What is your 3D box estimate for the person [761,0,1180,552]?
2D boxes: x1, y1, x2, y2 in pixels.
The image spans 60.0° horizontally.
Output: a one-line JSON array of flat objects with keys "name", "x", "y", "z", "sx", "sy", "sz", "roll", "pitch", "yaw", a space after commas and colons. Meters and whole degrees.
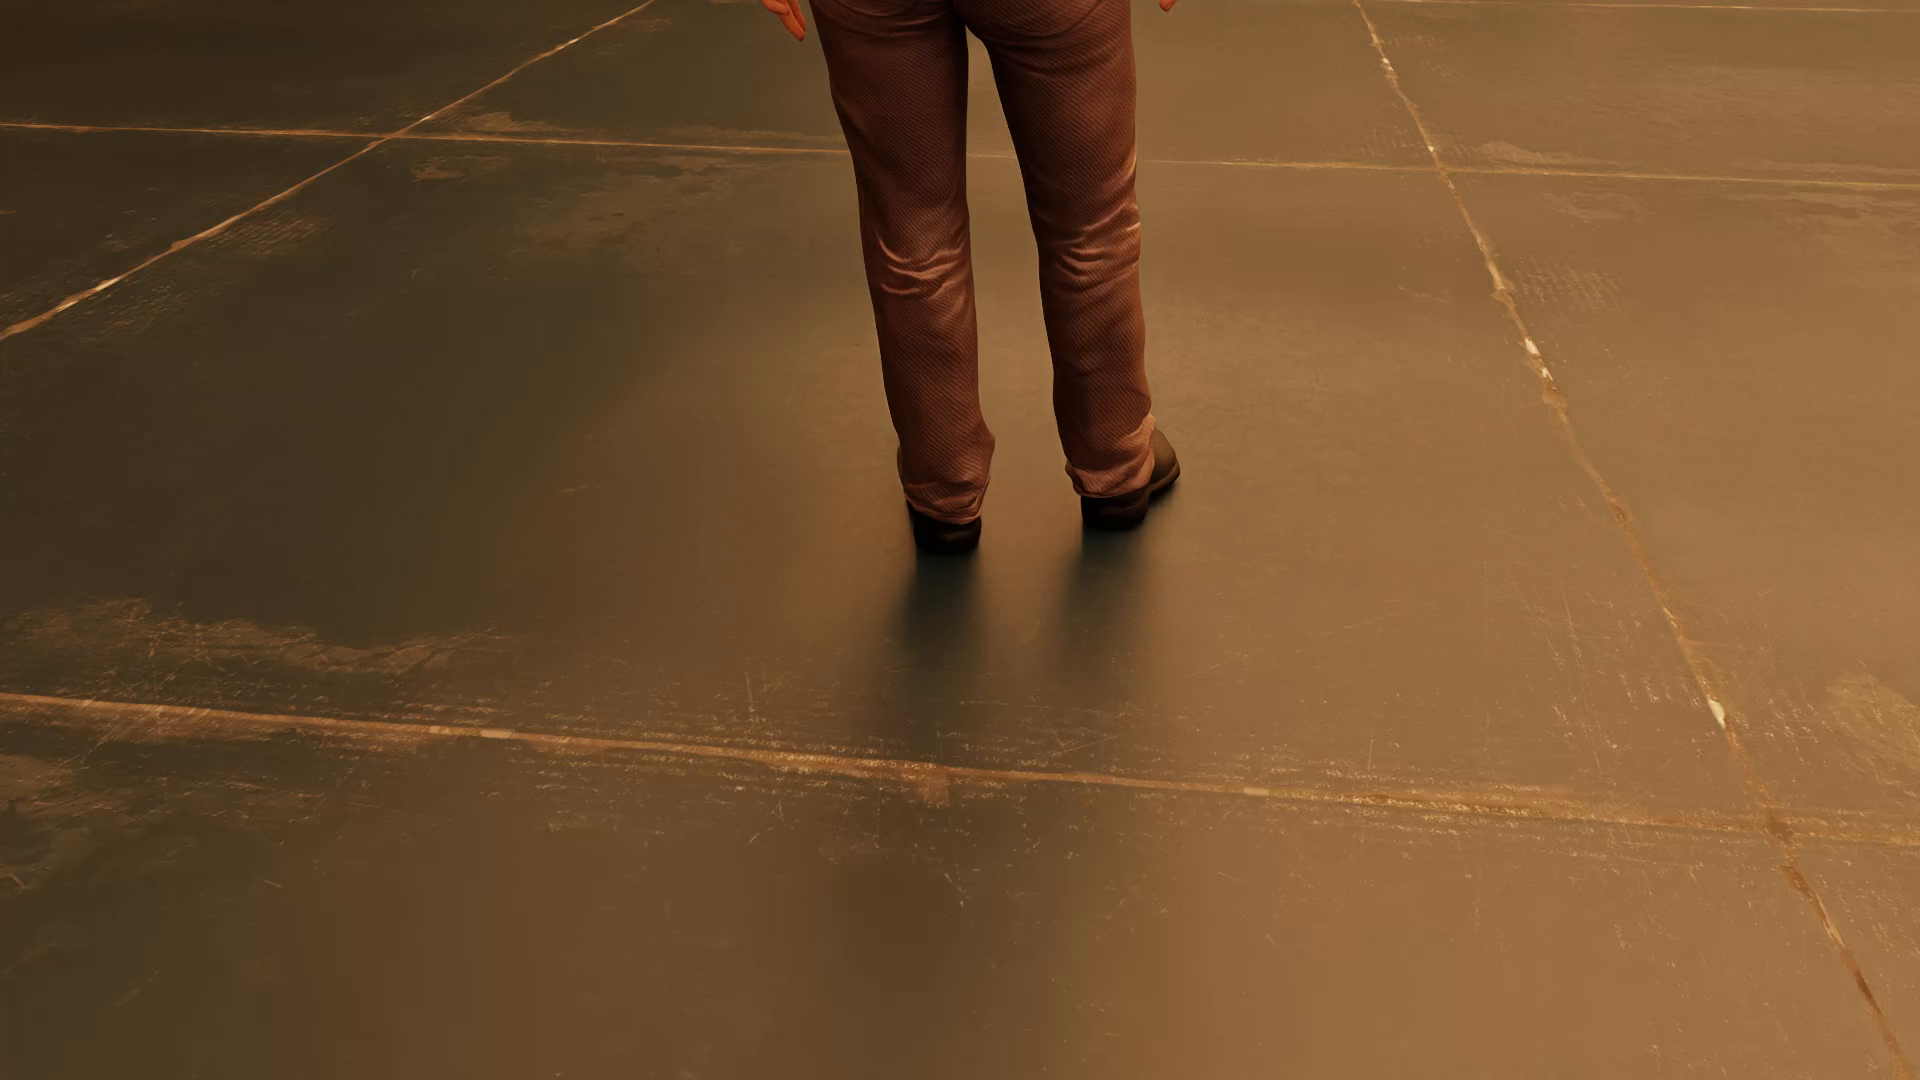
[{"name": "person", "x": 0.016, "y": -0.804, "z": 2.166, "sx": 0.632, "sy": 1.720, "sz": 0.568, "roll": 3, "pitch": 27, "yaw": 7}]
